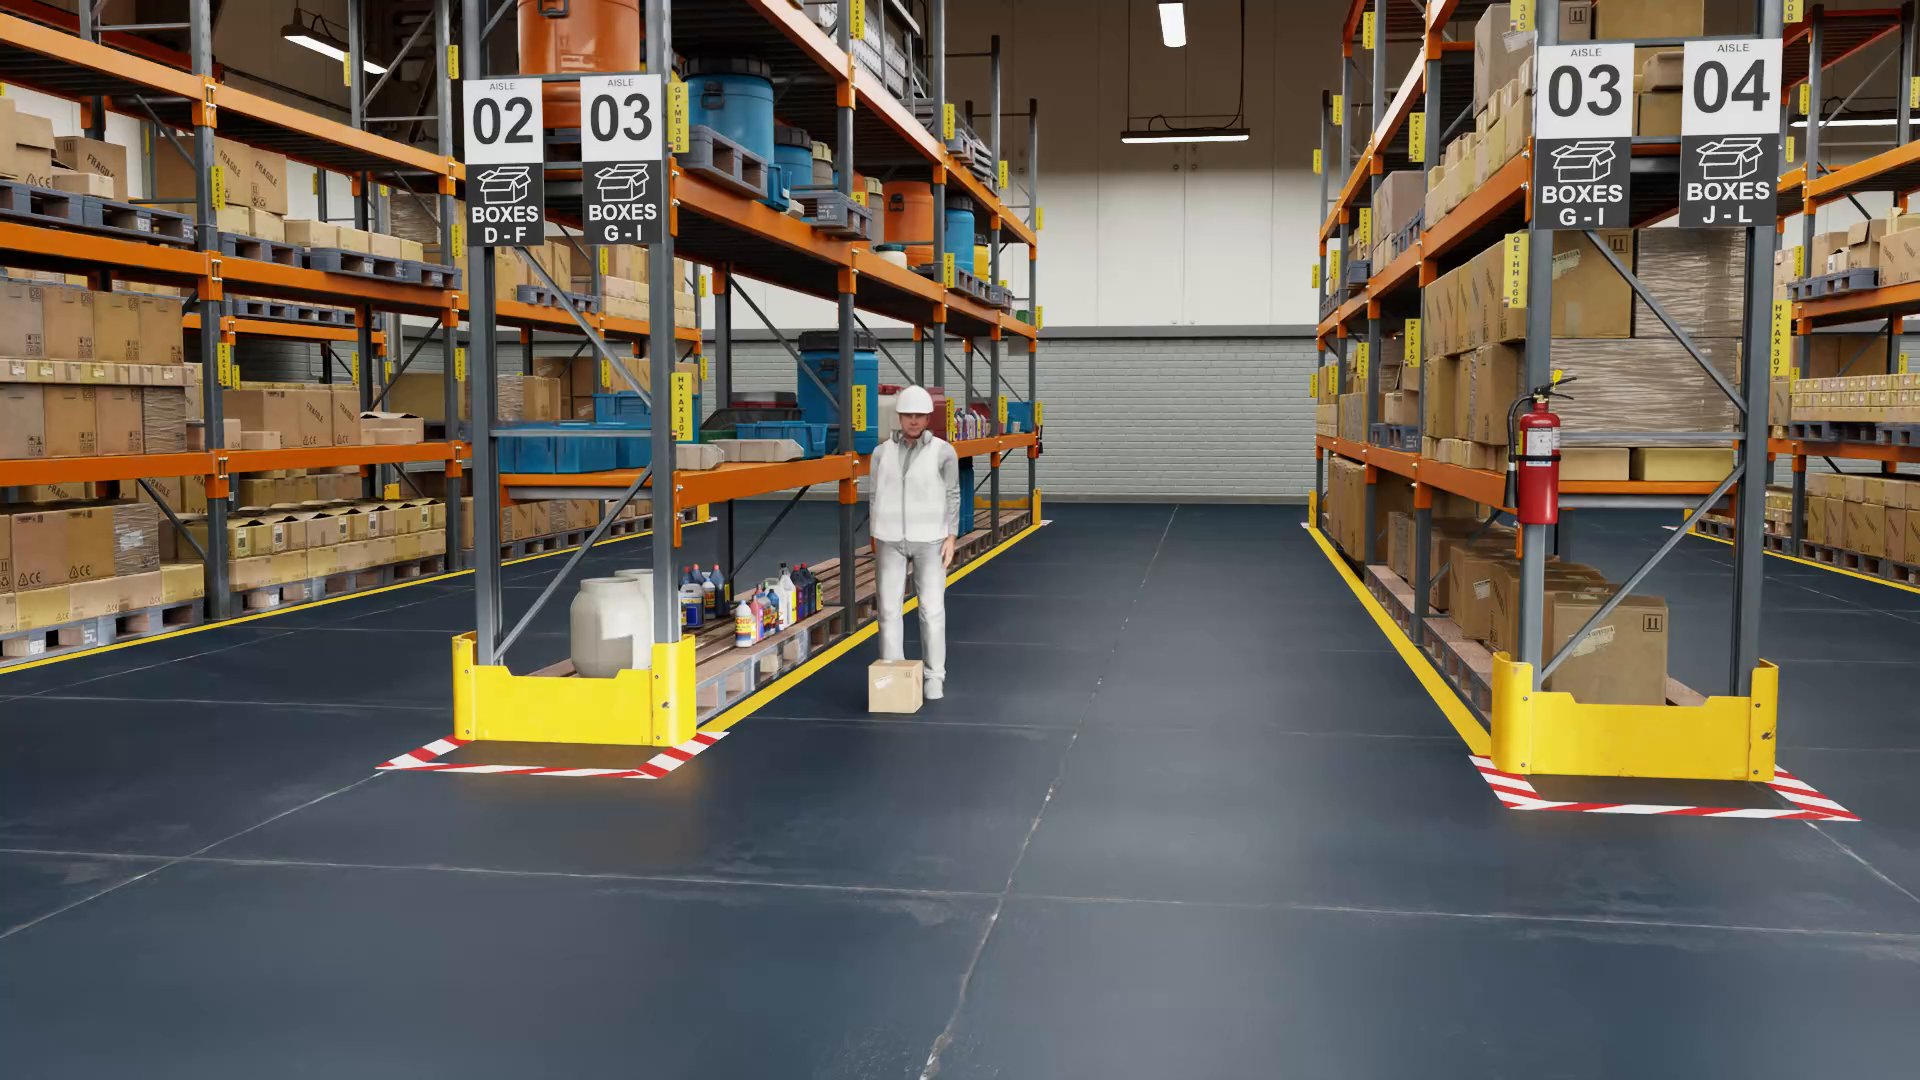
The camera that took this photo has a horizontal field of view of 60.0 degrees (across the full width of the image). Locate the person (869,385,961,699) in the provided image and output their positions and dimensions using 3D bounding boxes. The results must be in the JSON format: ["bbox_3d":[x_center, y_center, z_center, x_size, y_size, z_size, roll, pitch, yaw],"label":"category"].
[{"bbox_3d":[-0.261,0.008,9.461,0.533,1.773,0.359,1,4,10],"label":"person"}]
